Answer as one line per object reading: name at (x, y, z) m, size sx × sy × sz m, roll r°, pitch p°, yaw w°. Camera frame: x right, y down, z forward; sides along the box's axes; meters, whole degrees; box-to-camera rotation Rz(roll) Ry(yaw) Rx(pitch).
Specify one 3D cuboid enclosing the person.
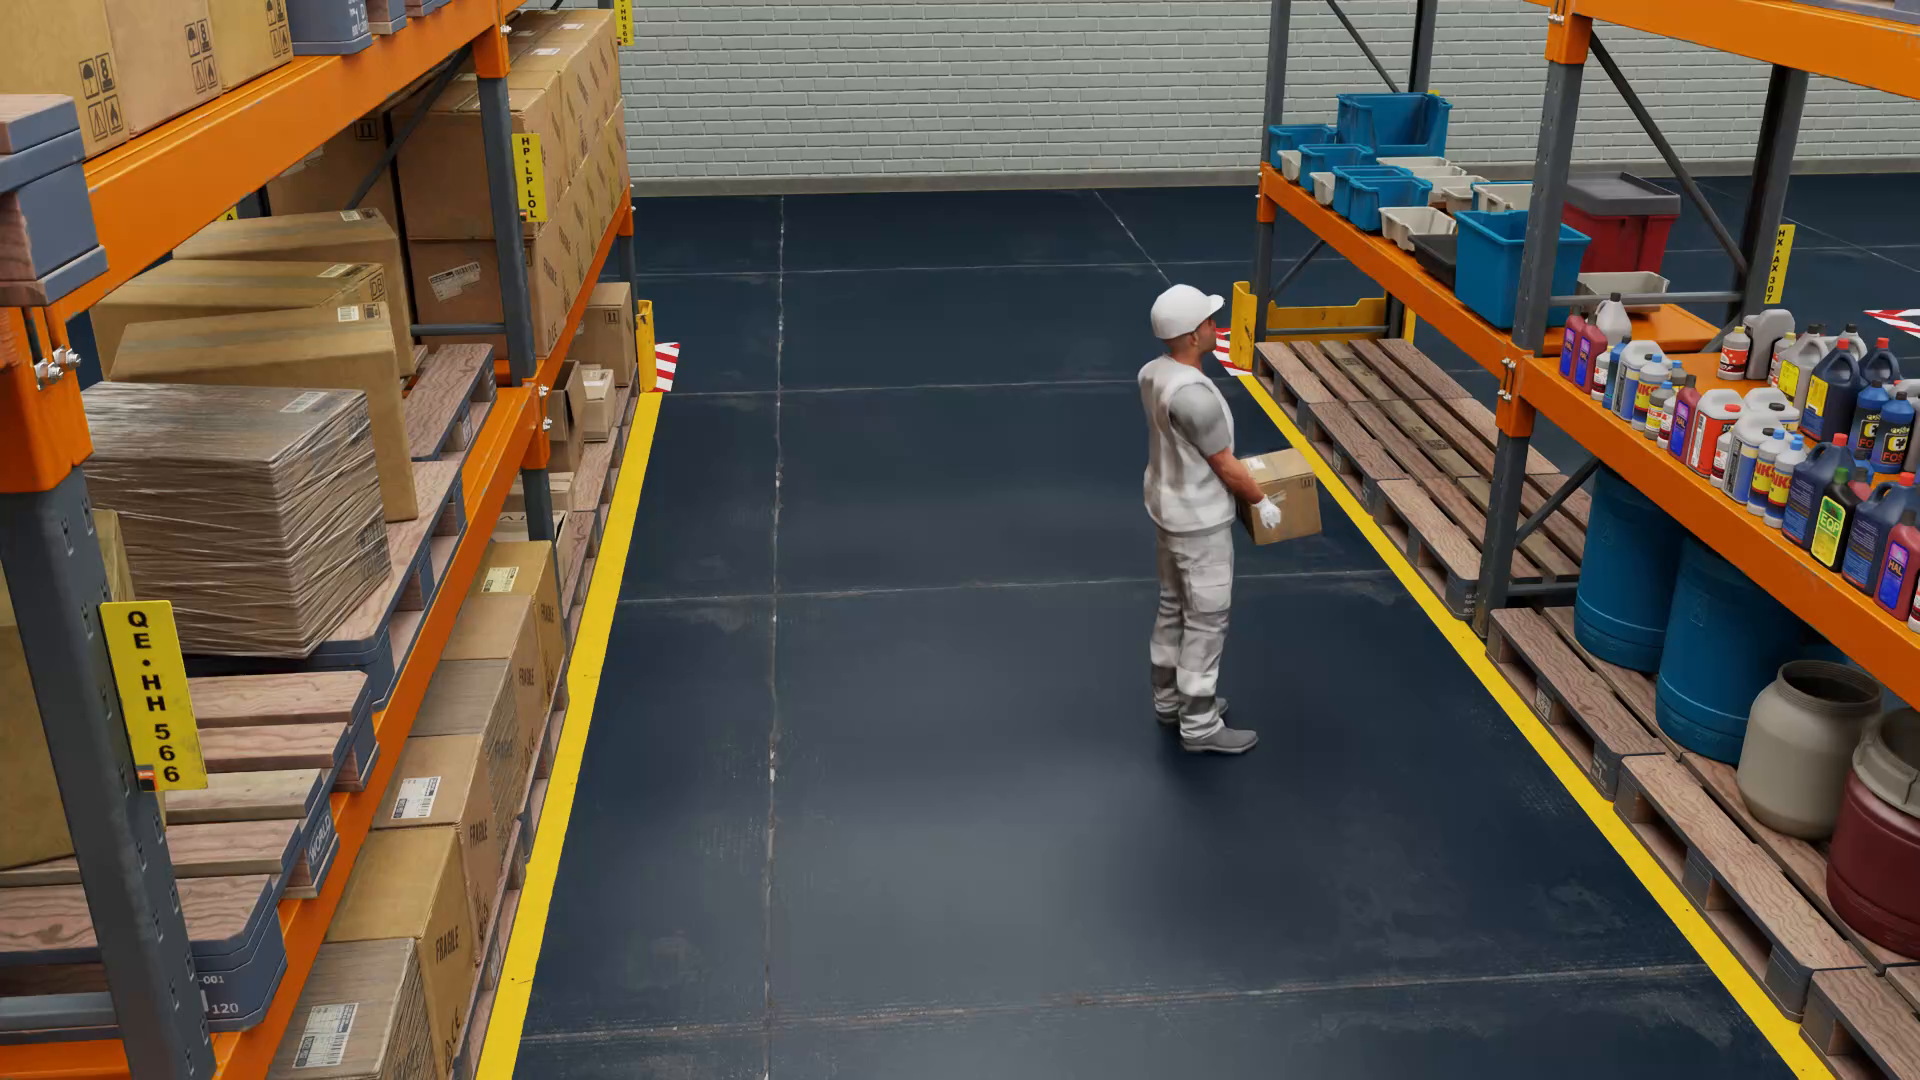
person at (0.946, -0.086, 6.261) m, size 0.546 × 1.793 × 0.527 m, roll -4°, pitch 24°, yaw -10°
